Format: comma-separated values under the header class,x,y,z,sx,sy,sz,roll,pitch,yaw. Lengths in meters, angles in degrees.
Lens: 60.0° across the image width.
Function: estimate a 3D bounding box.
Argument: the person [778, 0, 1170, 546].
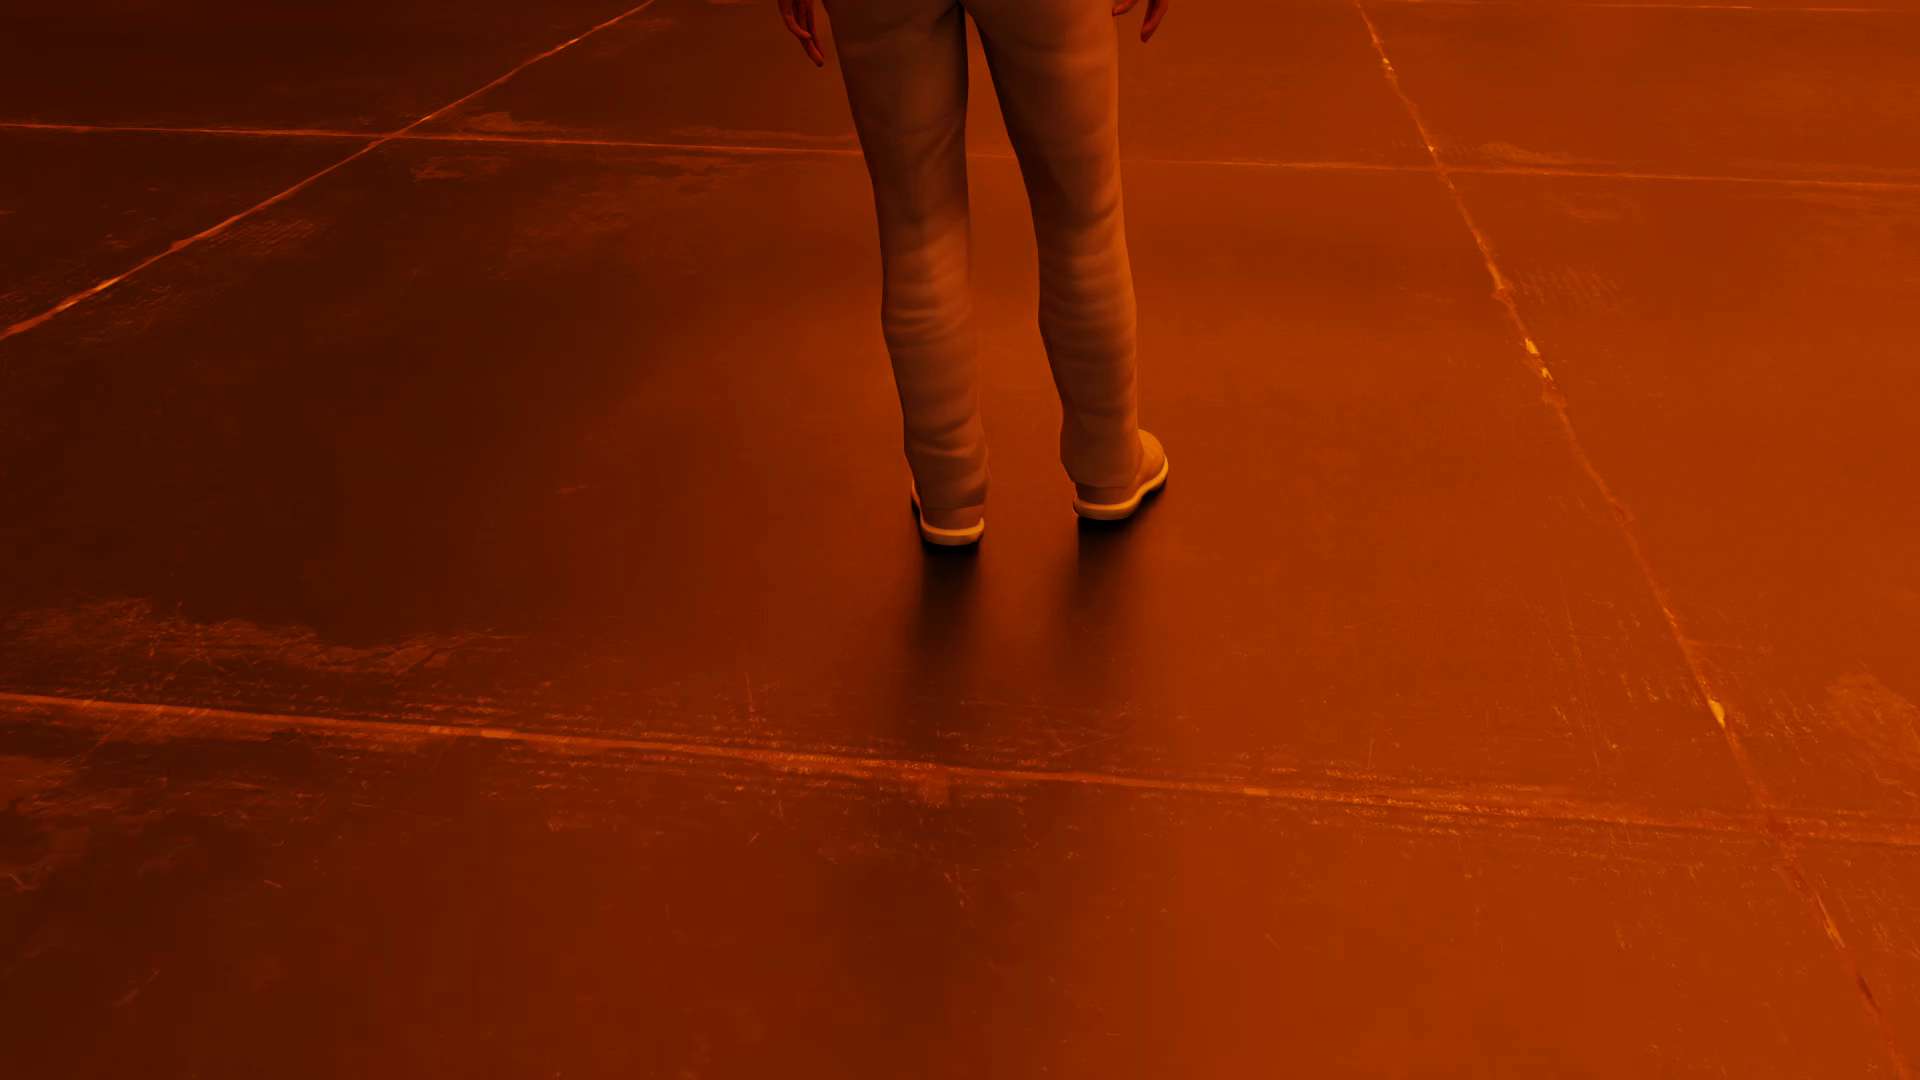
class,x,y,z,sx,sy,sz,roll,pitch,yaw
person,0.030,-0.795,2.183,0.569,1.692,0.530,3,27,7
